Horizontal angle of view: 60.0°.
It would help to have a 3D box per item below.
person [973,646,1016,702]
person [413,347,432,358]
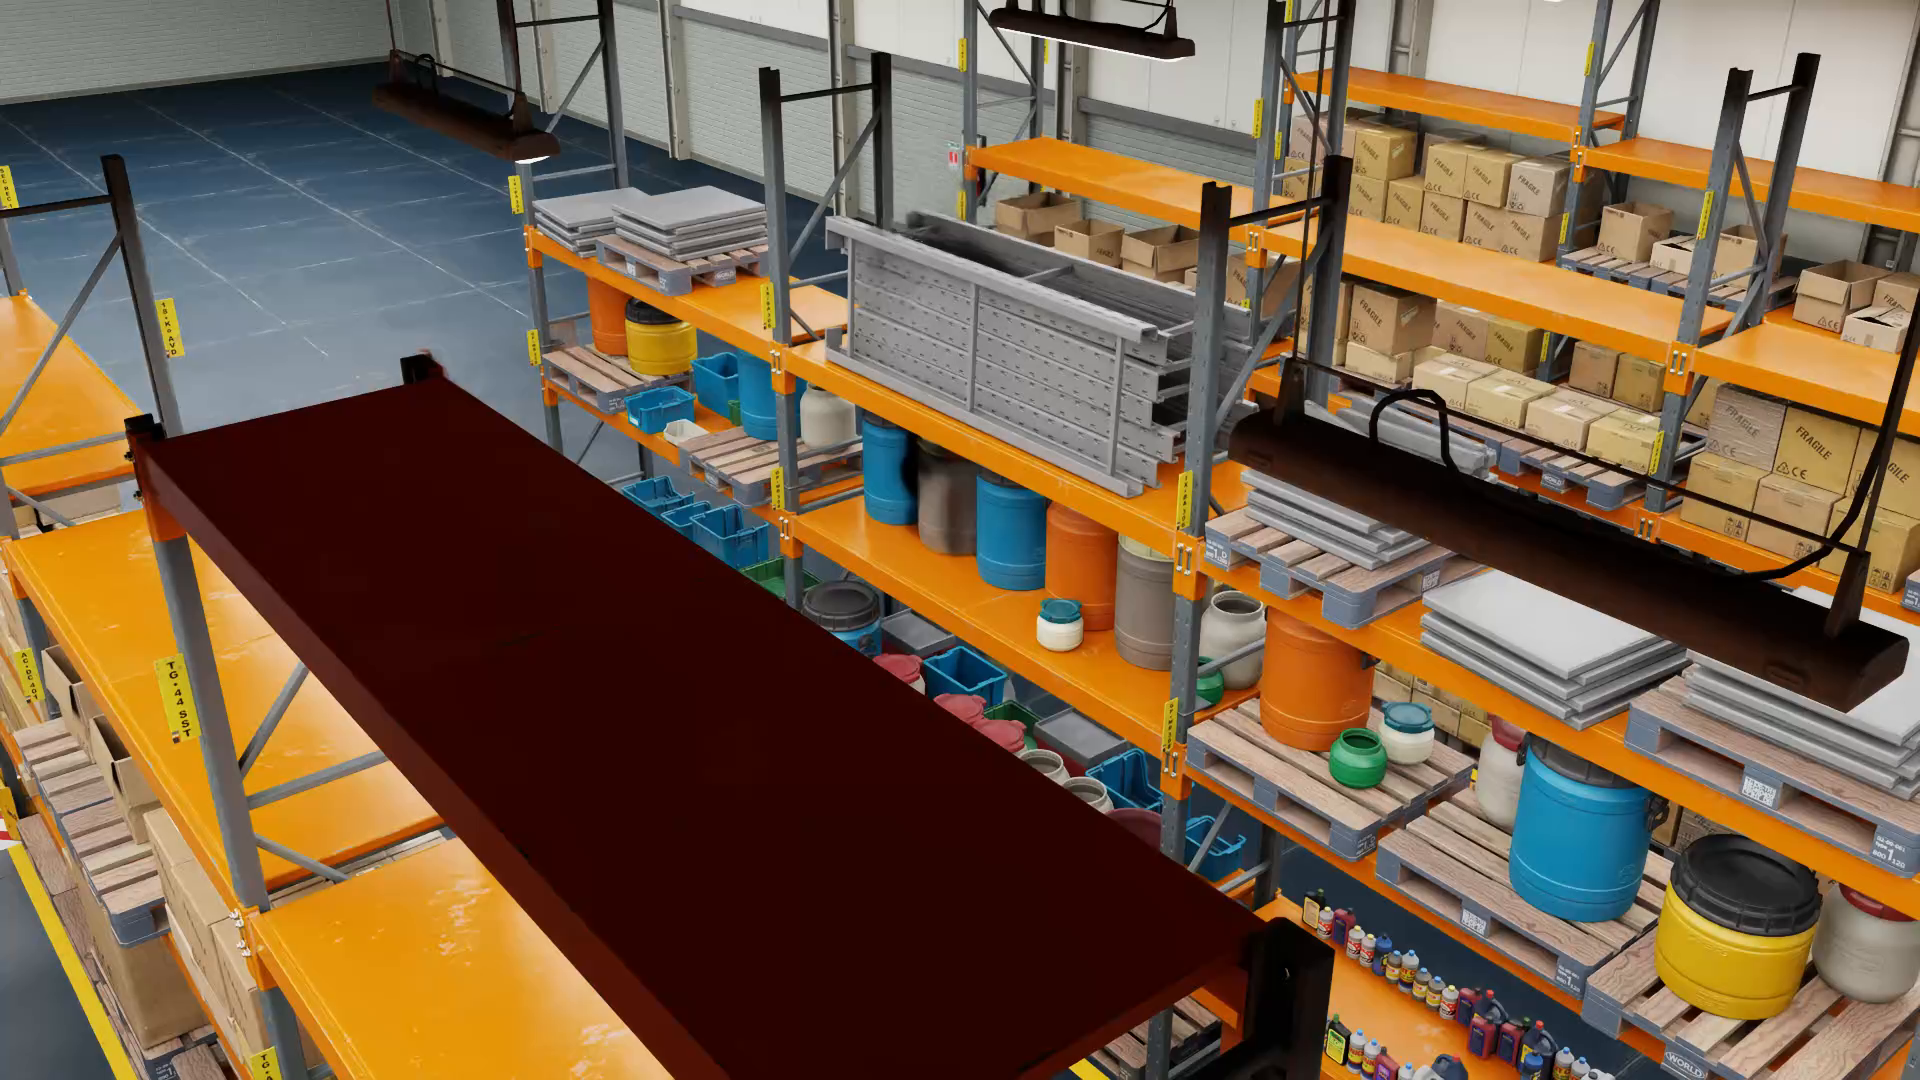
[{"bbox_3d":[0.291,0.884,14.421,0.650,1.744,0.602,-20,32,-35],"label":"person"},{"bbox_3d":[-6.142,-1.419,19.261,0.661,1.678,0.647,-7,27,-14],"label":"person"}]
